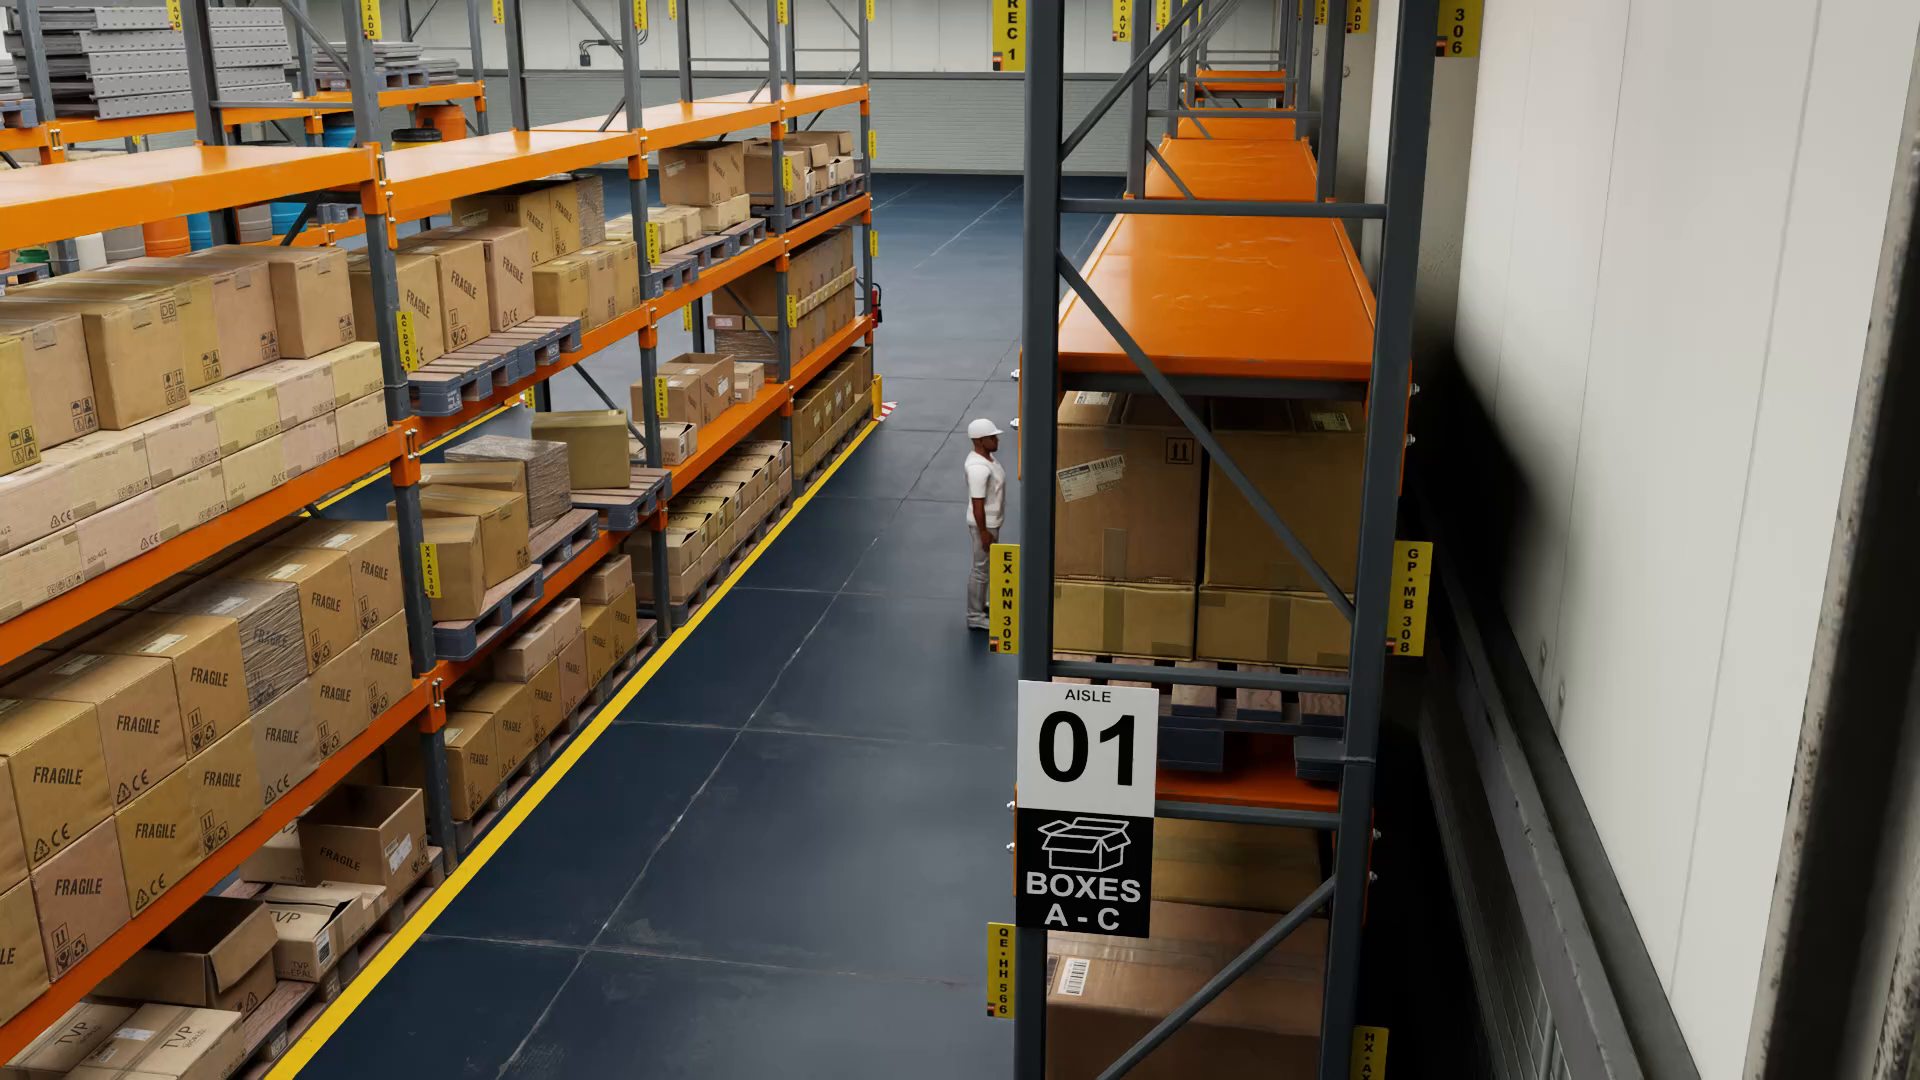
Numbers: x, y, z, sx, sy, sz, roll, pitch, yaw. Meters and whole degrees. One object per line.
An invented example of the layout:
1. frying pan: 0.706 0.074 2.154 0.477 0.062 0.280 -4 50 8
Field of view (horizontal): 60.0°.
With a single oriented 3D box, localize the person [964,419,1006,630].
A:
1. person: 0.212 -0.144 13.880 0.343 1.773 0.568 1 18 4
